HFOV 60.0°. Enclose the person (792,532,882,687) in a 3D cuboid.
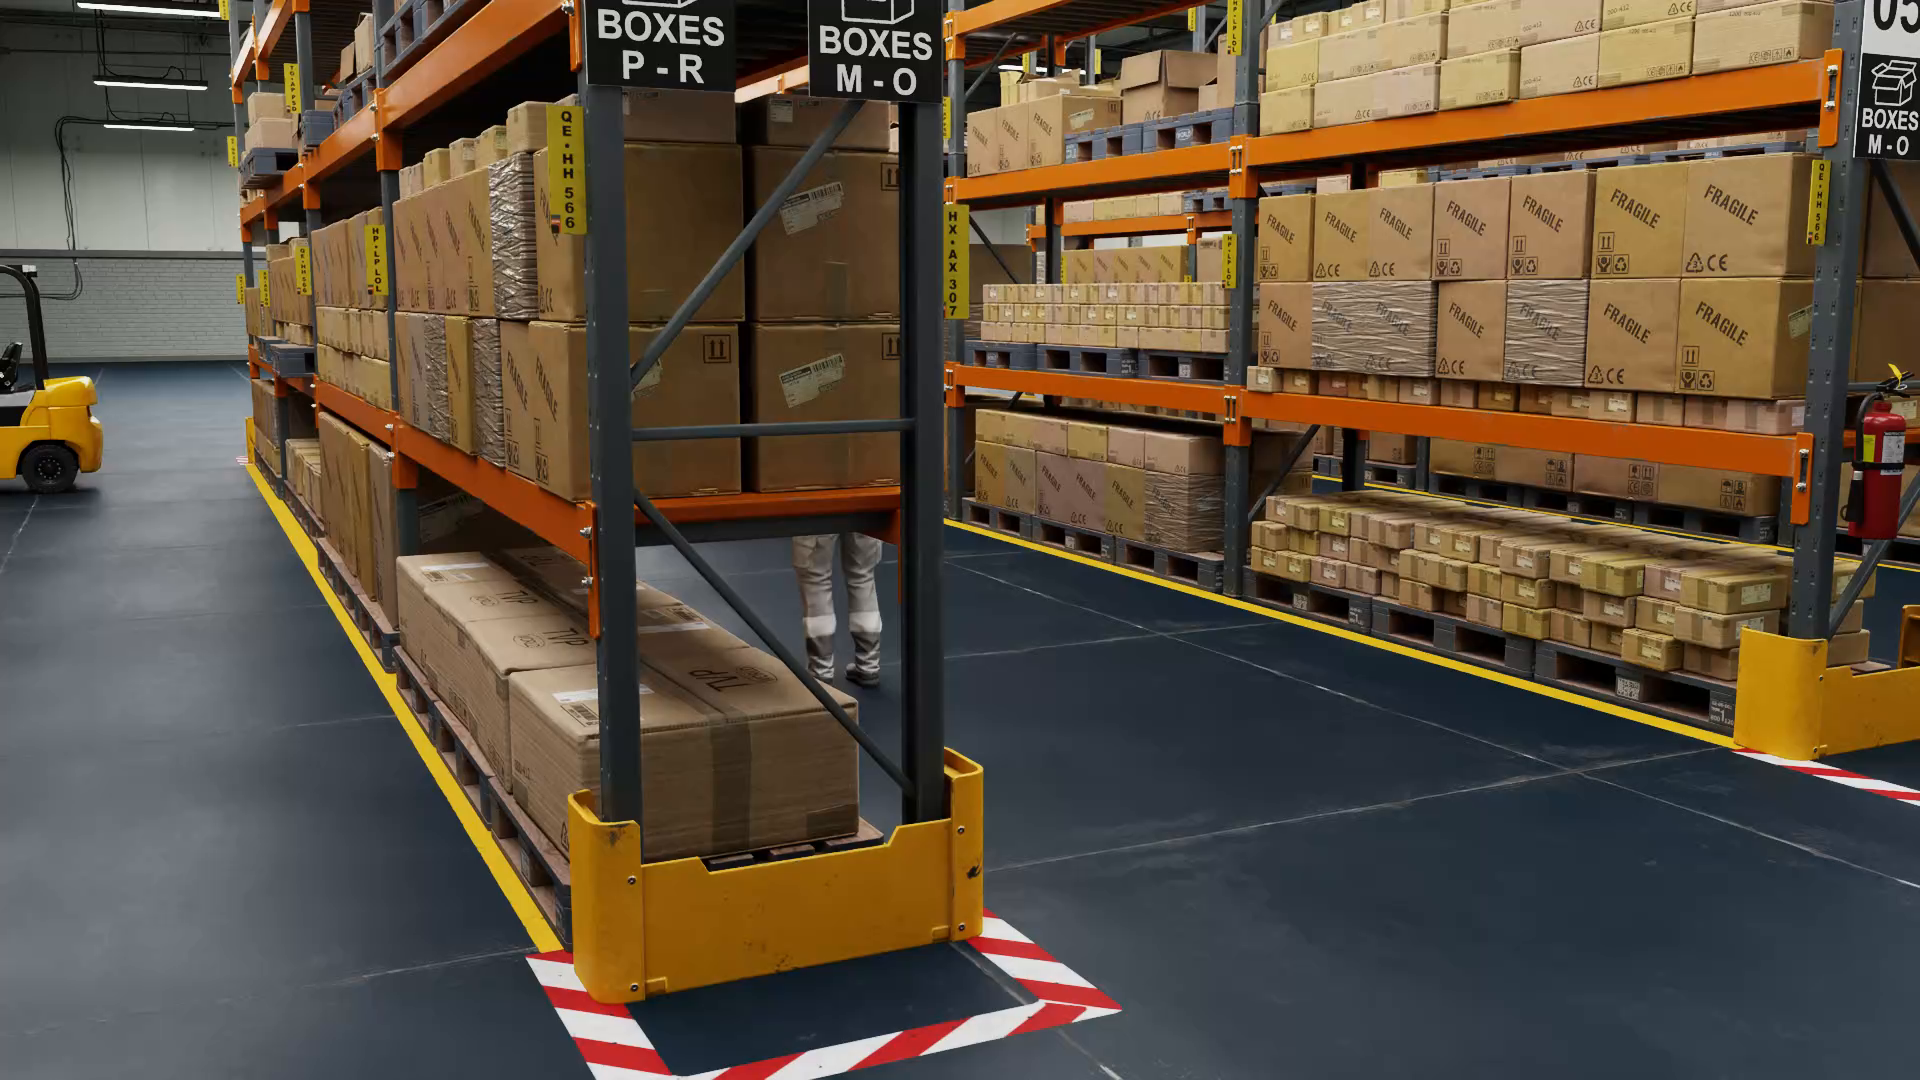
[{"bbox_3d":[-0.635,-0.188,8.046,0.494,1.783,0.559,-4,9,-25],"label":"person"}]
